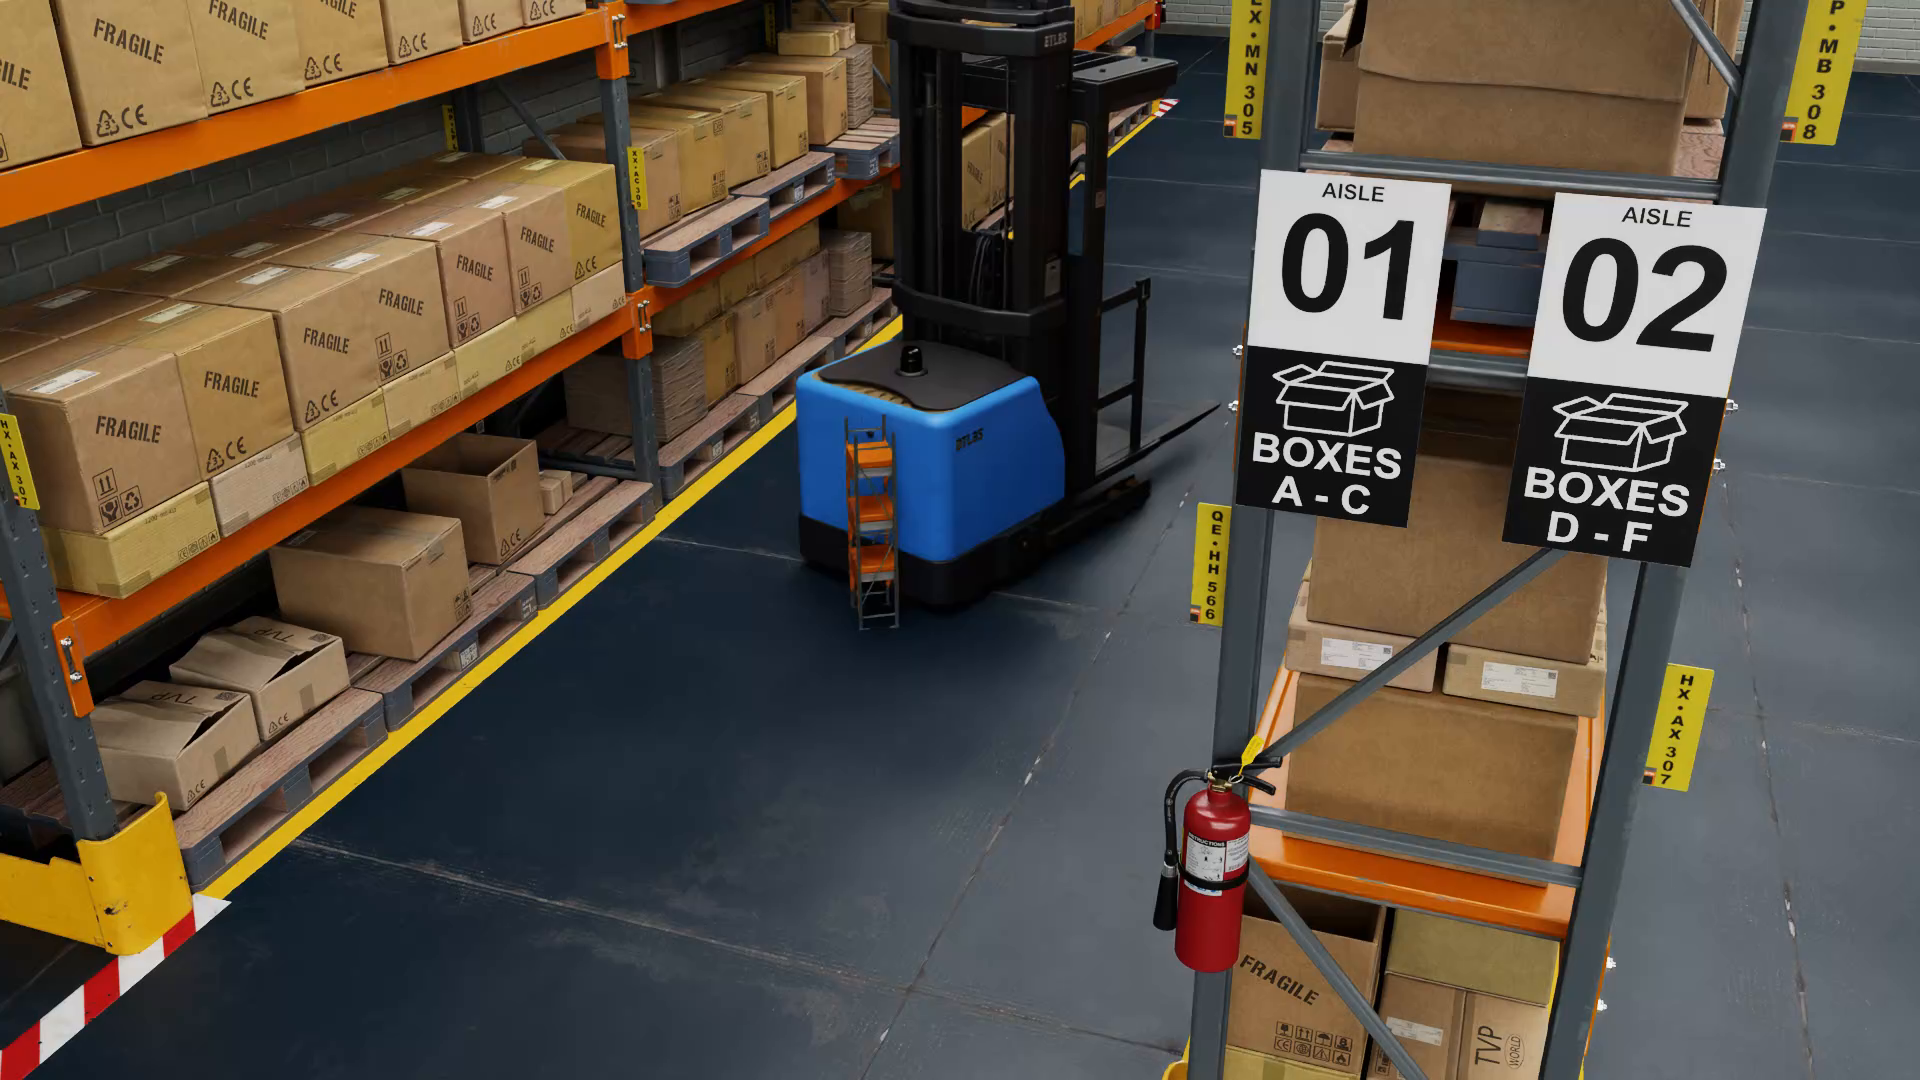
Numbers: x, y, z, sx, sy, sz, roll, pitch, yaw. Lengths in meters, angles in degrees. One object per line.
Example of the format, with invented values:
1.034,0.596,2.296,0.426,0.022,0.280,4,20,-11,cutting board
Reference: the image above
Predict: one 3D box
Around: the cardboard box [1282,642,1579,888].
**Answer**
1.297,0.541,4.576,0.700,0.500,0.500,9,27,17,cardboard box

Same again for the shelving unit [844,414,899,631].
-0.434,-0.081,8.213,0.215,1.050,0.252,-6,26,-12,shelving unit

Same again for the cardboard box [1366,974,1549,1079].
1.518,1.636,5.102,0.500,0.250,0.500,9,27,17,cardboard box

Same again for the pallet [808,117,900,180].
-1.017,-2.834,11.881,1.213,0.211,1.003,9,27,17,pallet

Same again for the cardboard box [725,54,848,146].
-1.188,-3.043,11.474,0.700,0.500,0.500,6,27,13,cardboard box

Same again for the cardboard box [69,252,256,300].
-3.241,-0.863,6.879,0.500,0.500,0.500,8,27,16,cardboard box

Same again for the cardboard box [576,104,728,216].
-1.817,-2.261,9.857,0.700,0.500,0.500,12,28,23,cardboard box

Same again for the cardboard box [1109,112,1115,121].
1.310,-4.866,18.244,0.700,0.500,0.500,8,27,16,cardboard box

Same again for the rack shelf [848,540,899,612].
-0.433,0.178,8.339,0.215,0.259,0.240,-6,26,-12,rack shelf

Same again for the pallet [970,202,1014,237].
-0.139,-2.786,14.762,1.003,0.211,1.213,9,27,17,pallet

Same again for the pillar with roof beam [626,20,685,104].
1.931,-4.896,9.035,9.100,9.000,0.400,9,27,17,pillar with roof beam

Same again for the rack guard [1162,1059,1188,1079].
1.122,1.911,4.730,1.175,0.500,0.348,9,27,17,rack guard

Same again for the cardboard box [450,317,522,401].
-2.410,-0.875,7.765,0.500,0.250,0.500,9,27,17,cardboard box

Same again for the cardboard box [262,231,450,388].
-2.588,-1.000,7.161,0.500,0.500,0.500,10,27,19,cardboard box

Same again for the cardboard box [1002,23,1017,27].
0.199,-4.418,14.453,0.500,0.500,0.500,9,27,18,cardboard box

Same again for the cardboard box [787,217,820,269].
-1.320,-2.110,11.670,0.500,0.250,0.500,9,27,18,cardboard box

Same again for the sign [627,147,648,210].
-1.697,-1.899,8.736,0.100,0.325,0.005,9,27,17,sign

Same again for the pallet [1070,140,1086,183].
0.778,-3.918,17.101,1.003,0.211,1.213,9,27,17,pallet

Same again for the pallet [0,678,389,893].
-3.214,0.954,7.037,1.003,0.211,1.213,9,27,17,pallet

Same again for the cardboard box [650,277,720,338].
-1.839,-1.482,10.371,0.500,0.250,0.500,8,27,16,cardboard box

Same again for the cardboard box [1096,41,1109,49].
1.496,-5.650,19.120,0.380,0.149,0.250,9,27,18,cardboard box

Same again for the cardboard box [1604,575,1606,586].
1.633,0.098,4.747,0.380,0.149,0.250,9,27,18,cardboard box

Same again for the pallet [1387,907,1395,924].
1.753,1.211,6.507,1.003,0.211,1.213,9,27,17,pallet

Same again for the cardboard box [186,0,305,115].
-2.814,-1.876,6.102,0.500,0.500,0.500,10,28,20,cardboard box

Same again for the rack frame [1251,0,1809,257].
1.130,-1.924,2.898,1.000,3.000,0.127,9,27,17,rack frame

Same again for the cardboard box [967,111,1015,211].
0.064,-3.442,14.902,0.750,0.750,0.750,10,27,19,cardboard box

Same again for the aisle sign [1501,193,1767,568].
1.397,-0.323,3.492,0.394,0.787,0.004,9,27,17,aisle sign

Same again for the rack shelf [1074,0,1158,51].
1.116,-5.370,17.725,1.077,0.370,4.000,9,27,17,rack shelf

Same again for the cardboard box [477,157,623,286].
-2.077,-1.625,8.452,0.500,0.500,0.500,9,27,17,cardboard box

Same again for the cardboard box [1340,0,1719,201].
1.325,-1.108,3.894,0.797,0.503,0.637,11,28,21,cardboard box

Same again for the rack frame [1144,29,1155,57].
1.782,-6.516,19.266,1.000,3.000,0.127,9,27,17,rack frame

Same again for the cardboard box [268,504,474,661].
-2.746,0.186,7.787,0.700,0.500,0.500,7,27,14,cardboard box

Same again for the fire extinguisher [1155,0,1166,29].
2.267,-6.309,19.354,0.296,0.674,0.183,9,27,17,fire extinguisher

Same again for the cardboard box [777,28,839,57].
-1.060,-3.483,11.638,0.380,0.149,0.250,4,26,9,cardboard box

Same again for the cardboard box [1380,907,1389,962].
1.185,1.354,5.685,0.500,0.250,0.500,9,27,17,cardboard box

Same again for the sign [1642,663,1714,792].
1.651,0.433,3.828,0.100,0.325,0.005,9,27,17,sign

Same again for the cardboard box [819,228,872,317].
-1.071,-1.998,12.298,0.700,0.500,0.500,9,27,18,cardboard box

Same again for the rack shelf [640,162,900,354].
-1.546,-2.083,10.935,1.077,0.370,4.000,9,27,17,rack shelf

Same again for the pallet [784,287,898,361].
-1.142,-1.653,12.421,1.003,0.211,1.213,9,27,17,pallet

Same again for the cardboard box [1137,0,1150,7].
1.622,-6.440,18.765,0.980,0.700,0.700,10,28,20,cardboard box

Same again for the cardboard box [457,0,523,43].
-2.327,-2.540,7.473,0.500,0.500,0.500,6,27,13,cardboard box

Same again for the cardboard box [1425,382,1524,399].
1.485,-0.282,4.786,0.700,0.500,0.500,8,27,16,cardboard box

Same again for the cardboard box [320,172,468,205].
-2.741,-1.489,8.172,0.500,0.500,0.500,9,27,17,cardboard box

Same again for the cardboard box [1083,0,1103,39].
0.895,-5.527,16.879,0.980,0.700,0.700,8,27,16,cardboard box

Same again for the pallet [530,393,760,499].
-1.954,-0.650,10.350,1.003,0.211,1.213,9,27,17,pallet

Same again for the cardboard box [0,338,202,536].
-3.100,-0.373,5.866,0.500,0.500,0.500,9,27,18,cardboard box

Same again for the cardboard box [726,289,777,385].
-1.650,-1.386,11.034,0.700,0.500,0.500,9,27,18,cardboard box

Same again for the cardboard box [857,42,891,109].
-0.477,-3.579,12.721,0.500,0.500,0.500,10,27,19,cardboard box

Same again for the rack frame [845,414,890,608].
-0.461,-0.133,8.320,0.200,1.050,0.008,-6,26,-12,rack frame

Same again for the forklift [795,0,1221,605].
0.449,-1.564,9.117,1.130,2.935,3.031,19,32,34,forklift

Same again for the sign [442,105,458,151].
-2.736,-2.185,8.992,0.100,0.325,0.005,9,27,17,sign

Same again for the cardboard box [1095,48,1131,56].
1.688,-5.386,18.573,0.380,0.149,0.250,9,27,19,cardboard box

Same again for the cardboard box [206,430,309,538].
-2.921,-0.252,6.479,0.500,0.250,0.500,8,27,16,cardboard box
